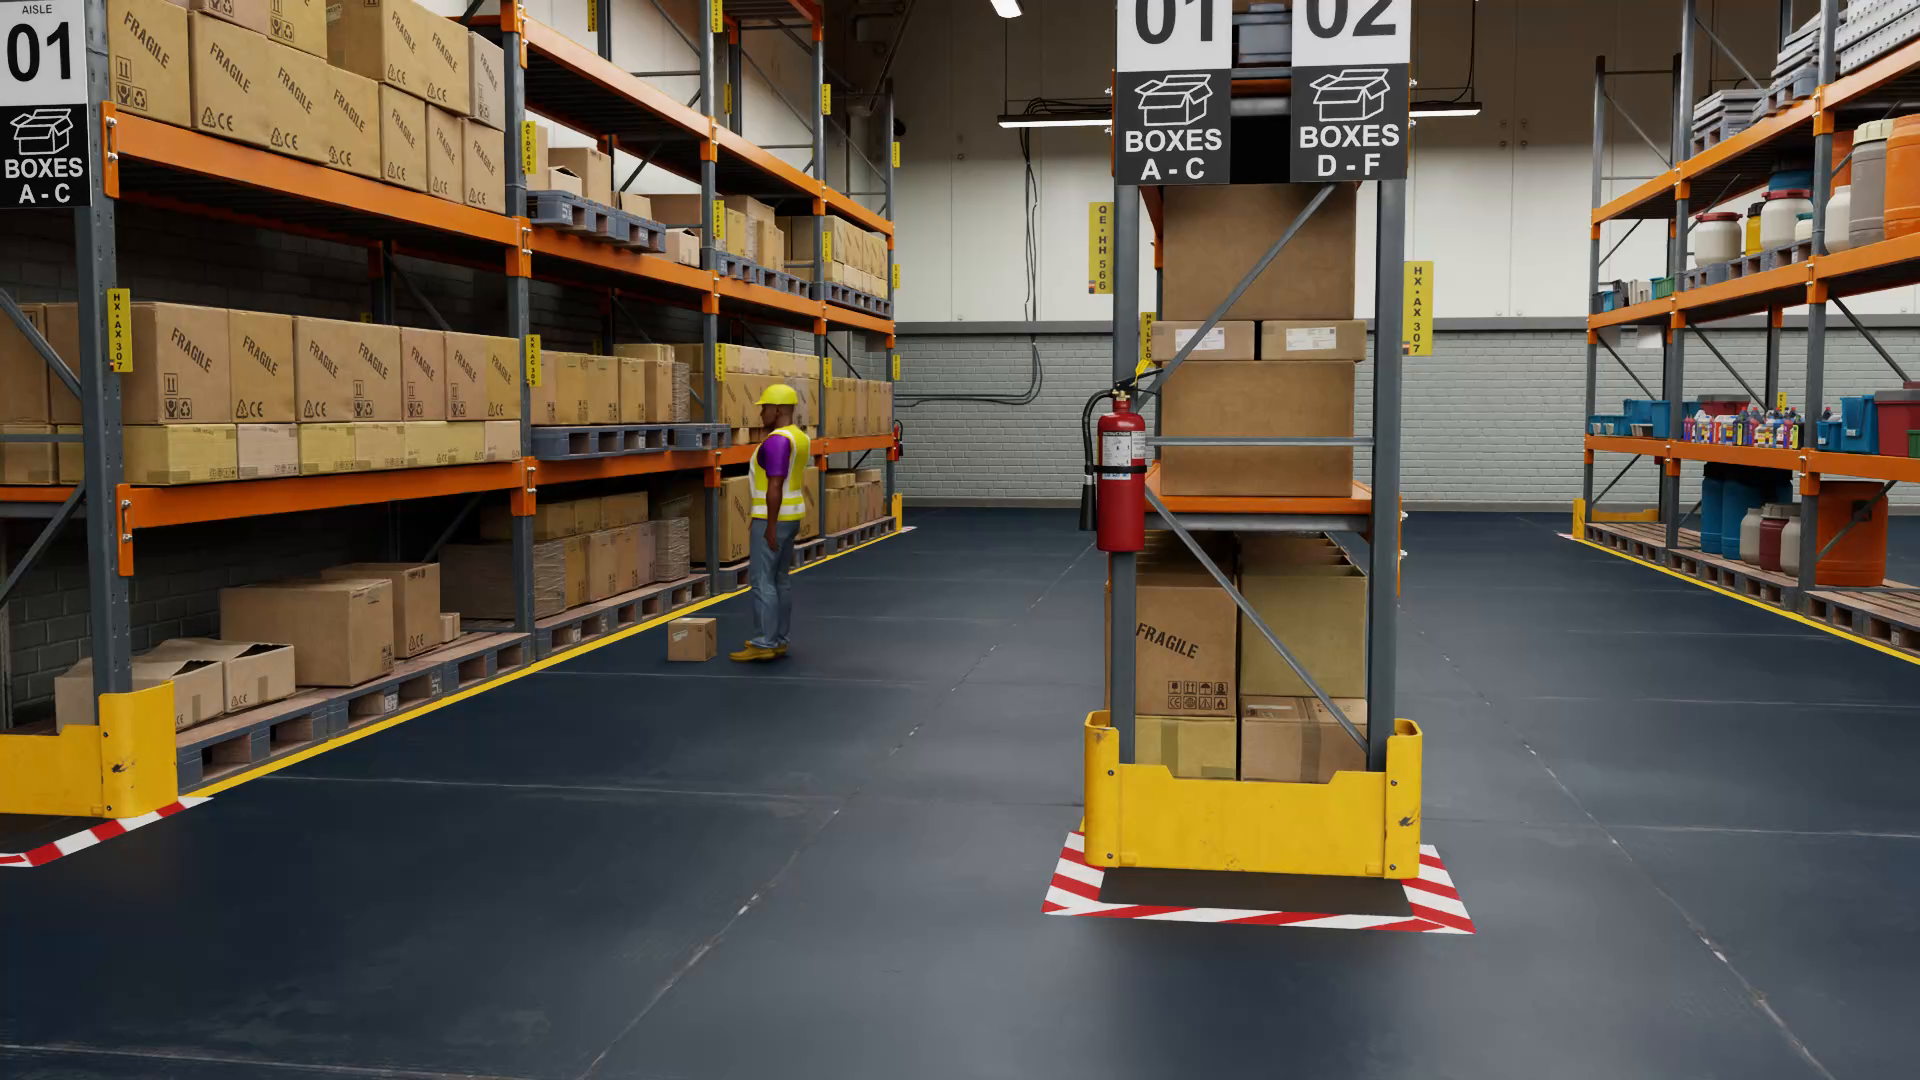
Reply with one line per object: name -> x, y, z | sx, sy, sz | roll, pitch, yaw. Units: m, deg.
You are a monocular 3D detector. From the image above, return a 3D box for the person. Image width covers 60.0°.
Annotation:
person -> -1.240, -0.117, 10.831 | 0.483, 1.783, 0.584 | 1, 5, 14
